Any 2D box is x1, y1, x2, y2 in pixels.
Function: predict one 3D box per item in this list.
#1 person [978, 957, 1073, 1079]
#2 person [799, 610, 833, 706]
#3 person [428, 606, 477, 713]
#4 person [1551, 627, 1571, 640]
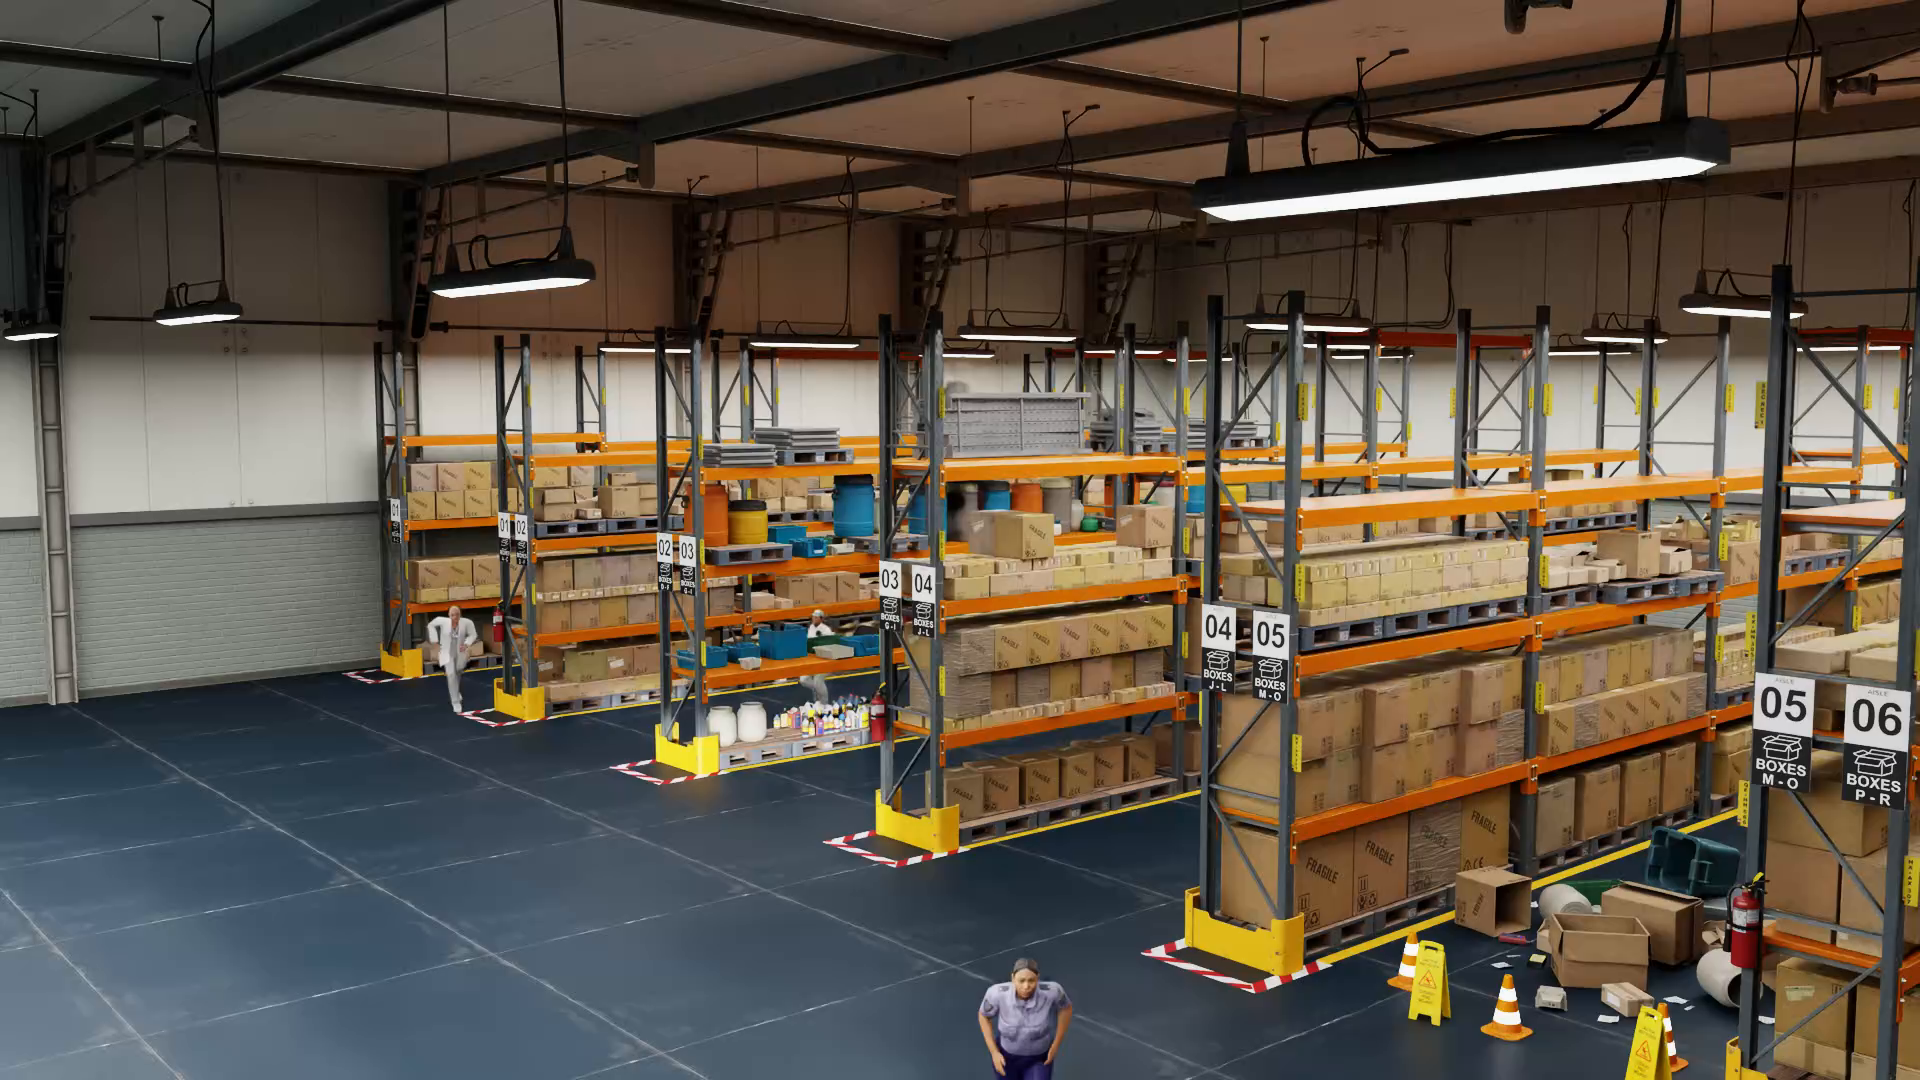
[{"bbox_3d":[0.418,3.422,10.928,0.615,1.596,0.896,0,5,-4],"label":"person"},{"bbox_3d":[-2.322,1.929,26.705,0.601,1.628,0.539,4,6,36],"label":"person"},{"bbox_3d":[-8.213,1.892,26.938,0.753,1.742,1.081,-2,6,-19],"label":"person"},{"bbox_3d":[9.124,2.043,25.337,0.548,1.658,0.612,-4,6,-35],"label":"person"}]
